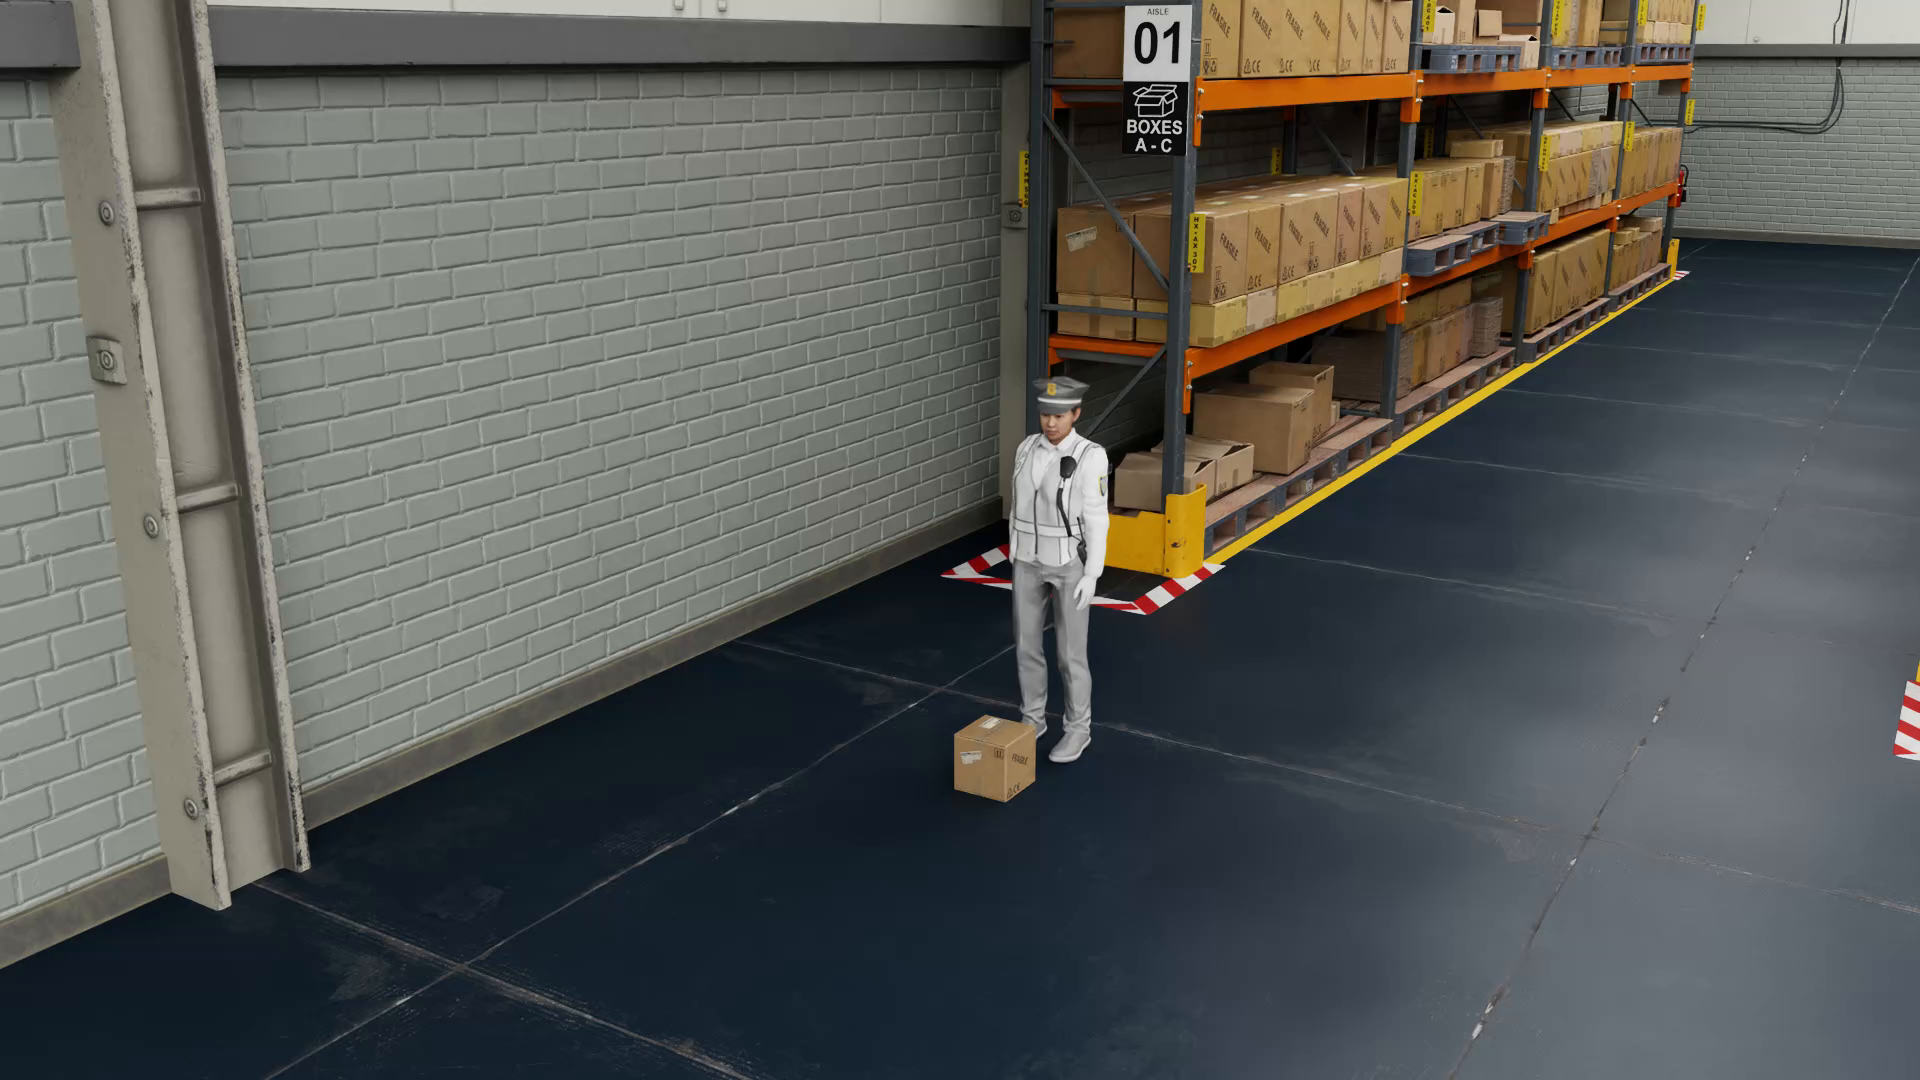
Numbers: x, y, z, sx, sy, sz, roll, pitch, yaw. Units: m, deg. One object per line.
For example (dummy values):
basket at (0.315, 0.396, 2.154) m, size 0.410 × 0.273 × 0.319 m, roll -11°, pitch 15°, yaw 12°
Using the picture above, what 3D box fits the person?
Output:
person at (0.402, 0.128, 7.106) m, size 0.468 × 1.670 × 0.329 m, roll 10°, pitch 19°, yaw 31°
